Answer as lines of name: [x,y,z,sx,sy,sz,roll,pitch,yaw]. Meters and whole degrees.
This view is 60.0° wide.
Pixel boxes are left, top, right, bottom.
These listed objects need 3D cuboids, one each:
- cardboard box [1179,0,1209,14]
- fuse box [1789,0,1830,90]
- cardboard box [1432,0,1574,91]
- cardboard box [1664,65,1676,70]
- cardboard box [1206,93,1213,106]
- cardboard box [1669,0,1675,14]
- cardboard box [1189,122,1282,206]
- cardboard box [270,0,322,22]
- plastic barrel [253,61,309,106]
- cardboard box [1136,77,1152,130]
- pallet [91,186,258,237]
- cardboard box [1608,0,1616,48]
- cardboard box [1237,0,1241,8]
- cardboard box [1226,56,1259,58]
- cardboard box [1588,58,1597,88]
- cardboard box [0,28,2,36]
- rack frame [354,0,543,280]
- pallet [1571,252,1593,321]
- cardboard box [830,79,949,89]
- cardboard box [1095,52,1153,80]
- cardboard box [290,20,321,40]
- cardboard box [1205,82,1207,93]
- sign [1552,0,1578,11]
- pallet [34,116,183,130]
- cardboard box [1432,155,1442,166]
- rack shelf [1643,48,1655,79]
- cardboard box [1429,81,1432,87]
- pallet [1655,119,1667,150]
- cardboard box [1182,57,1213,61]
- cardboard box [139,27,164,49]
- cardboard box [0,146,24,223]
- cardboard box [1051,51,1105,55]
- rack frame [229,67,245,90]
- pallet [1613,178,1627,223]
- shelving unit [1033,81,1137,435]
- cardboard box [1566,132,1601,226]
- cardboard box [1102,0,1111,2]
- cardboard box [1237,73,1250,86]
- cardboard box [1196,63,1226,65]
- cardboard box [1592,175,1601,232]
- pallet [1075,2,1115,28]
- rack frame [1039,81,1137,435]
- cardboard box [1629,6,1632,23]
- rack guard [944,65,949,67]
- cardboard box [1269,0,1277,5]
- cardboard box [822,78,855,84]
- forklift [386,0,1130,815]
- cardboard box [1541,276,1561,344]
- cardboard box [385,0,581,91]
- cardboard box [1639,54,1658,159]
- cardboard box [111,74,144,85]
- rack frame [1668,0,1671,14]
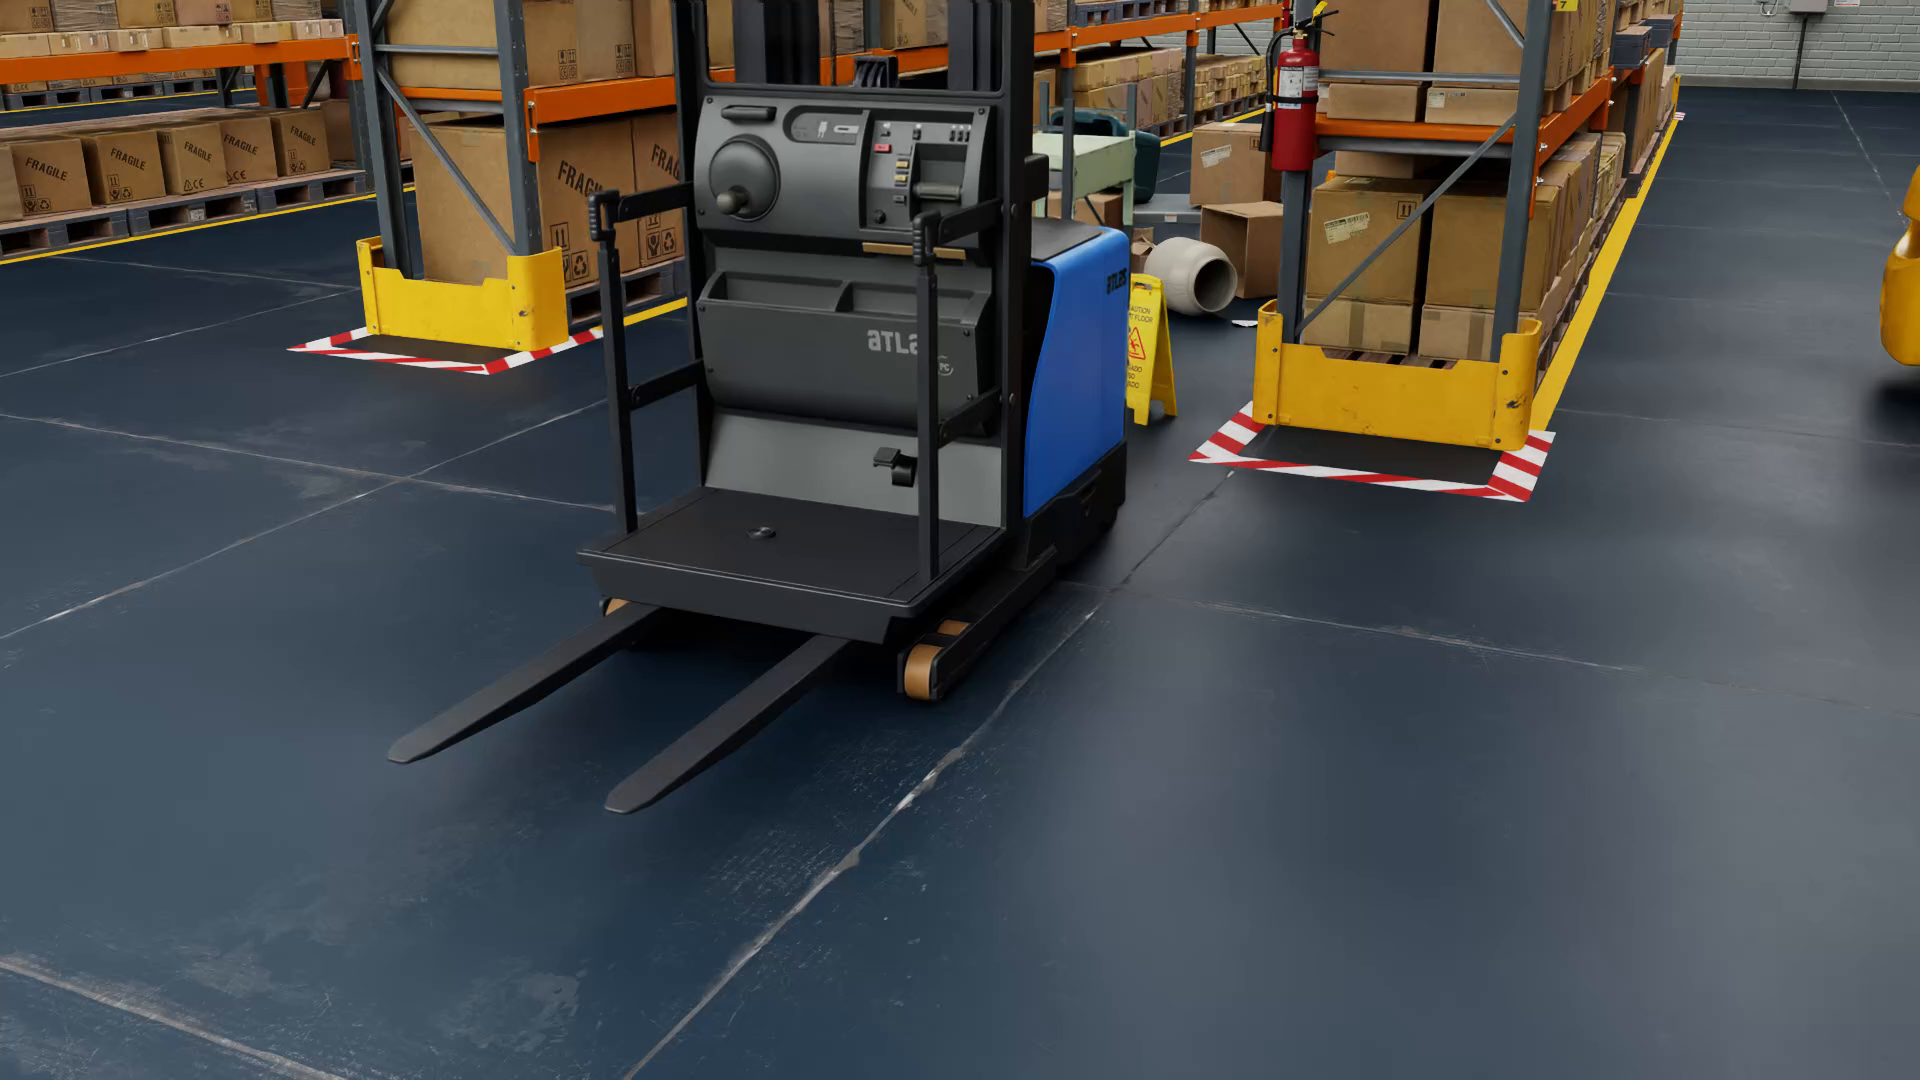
cardboard box: [2.637,-6.131,19.106,0.380,0.149,0.250,9,22,25]
fuse box: [12.562,-7.569,24.698,0.539,1.711,0.414,9,21,23]
cardboard box: [2.313,-2.185,7.042,0.500,0.500,0.500,8,21,22]
cardboard box: [8.239,-5.557,20.315,0.875,0.438,0.875,8,21,21]
cardboard box: [2.828,-5.294,20.005,0.380,0.149,0.250,8,21,22]
cardboard box: [7.211,-5.714,17.409,0.500,0.500,0.500,9,22,24]
cardboard box: [1.868,-2.528,11.200,0.500,0.500,0.500,9,21,23]
cardboard box: [-5.778,-4.531,13.641,0.875,0.500,0.500,9,21,23]
plastic barrel: [-8.233,-5.703,20.140,0.600,0.830,0.708,9,21,23]
cardboard box: [1.725,-4.654,17.681,0.500,0.500,0.500,8,21,22]
pallet: [-6.278,-2.575,12.894,1.003,0.211,1.213,9,21,23]
cardboard box: [3.549,-3.131,9.702,0.500,0.500,0.500,8,21,21]
cardboard box: [3.283,-6.708,20.730,0.380,0.149,0.250,9,21,24]
cardboard box: [3.720,-6.299,21.946,0.380,0.149,0.250,9,21,24]
cardboard box: [3.237,-2.544,9.020,0.380,0.149,0.250,8,21,22]
cardboard box: [-6.925,-3.602,11.028,0.875,0.500,0.500,9,21,23]
rack frame: [-2.691,-2.539,8.631,1.000,3.000,0.127,9,21,23]
pallet: [3.261,-1.589,10.123,1.003,0.211,1.213,9,21,23]
cardboard box: [-0.483,-3.396,13.772,1.050,0.750,0.750,9,21,23]
cardboard box: [1.722,-5.000,17.535,0.500,0.250,0.500,8,21,20]
cardboard box: [-5.468,-4.174,13.603,0.380,0.149,0.250,9,21,23]
cardboard box: [2.752,-5.438,19.967,0.380,0.149,0.250,8,21,22]
sign: [2.361,-2.224,6.454,0.100,0.325,0.005,9,21,23]
pallet: [-9.271,-4.459,18.191,1.003,0.211,1.213,9,21,23]
cardboard box: [2.261,-2.011,8.536,0.380,0.149,0.250,10,22,25]
rack shelf: [5.961,-4.609,15.525,1.077,0.370,4.000,9,21,23]
cardboard box: [2.262,-2.226,8.126,0.380,0.149,0.250,9,21,23]
pallet: [7.163,-4.467,18.214,1.003,0.211,1.213,9,21,23]
cardboard box: [3.087,-6.204,21.677,0.380,0.149,0.250,7,21,20]
cardboard box: [-6.157,-3.726,12.345,0.380,0.149,0.250,9,21,23]
cardboard box: [-6.904,-2.459,11.511,0.500,0.500,0.500,13,23,33]
cardboard box: [1.250,-5.073,17.740,0.500,0.250,0.500,9,22,25]
rack frame: [-11.297,-8.279,24.772,1.000,3.000,0.127,9,21,23]
pallet: [4.821,-2.784,13.481,1.003,0.211,1.213,9,21,23]
shelving unit: [0.362,-0.990,6.513,0.431,1.500,0.755,8,21,22]
cardboard box: [3.507,-2.151,9.899,0.500,0.500,0.500,8,21,22]
cardboard box: [1.281,-5.420,16.482,0.380,0.149,0.250,10,22,25]
cardboard box: [3.493,-5.905,21.281,0.380,0.149,0.250,9,21,24]
cardboard box: [3.079,-5.823,20.607,0.380,0.149,0.250,8,21,20]
cardboard box: [3.717,-2.234,11.068,0.950,0.372,0.625,9,21,23]
pallet: [0.779,-5.127,16.194,1.213,0.211,1.003,9,21,23]
rack frame: [0.507,-1.102,6.830,0.400,1.500,0.023,8,21,22]
cardboard box: [4.422,-3.639,11.473,0.380,0.149,0.250,9,21,23]
rack guard: [-0.613,-6.971,24.825,1.175,0.500,0.348,9,21,23]
cardboard box: [3.985,-7.173,22.037,0.380,0.149,0.250,9,21,23]
cardboard box: [-1.918,-6.306,21.769,0.875,0.875,0.875,9,21,23]
forklift: [-0.436,-1.085,4.645,1.130,2.935,3.031,8,21,22]
cardboard box: [2.665,-1.157,8.221,0.500,0.250,0.500,9,22,25]
cardboard box: [-2.581,-2.729,8.943,0.875,0.550,0.550,9,21,23]
cardboard box: [5.870,-4.005,15.297,0.875,0.875,0.875,9,21,23]
cardboard box: [-11.860,-6.660,23.292,0.500,0.500,0.500,8,21,21]
rack frame: [6.780,-5.559,17.123,1.000,3.000,0.127,9,21,23]
